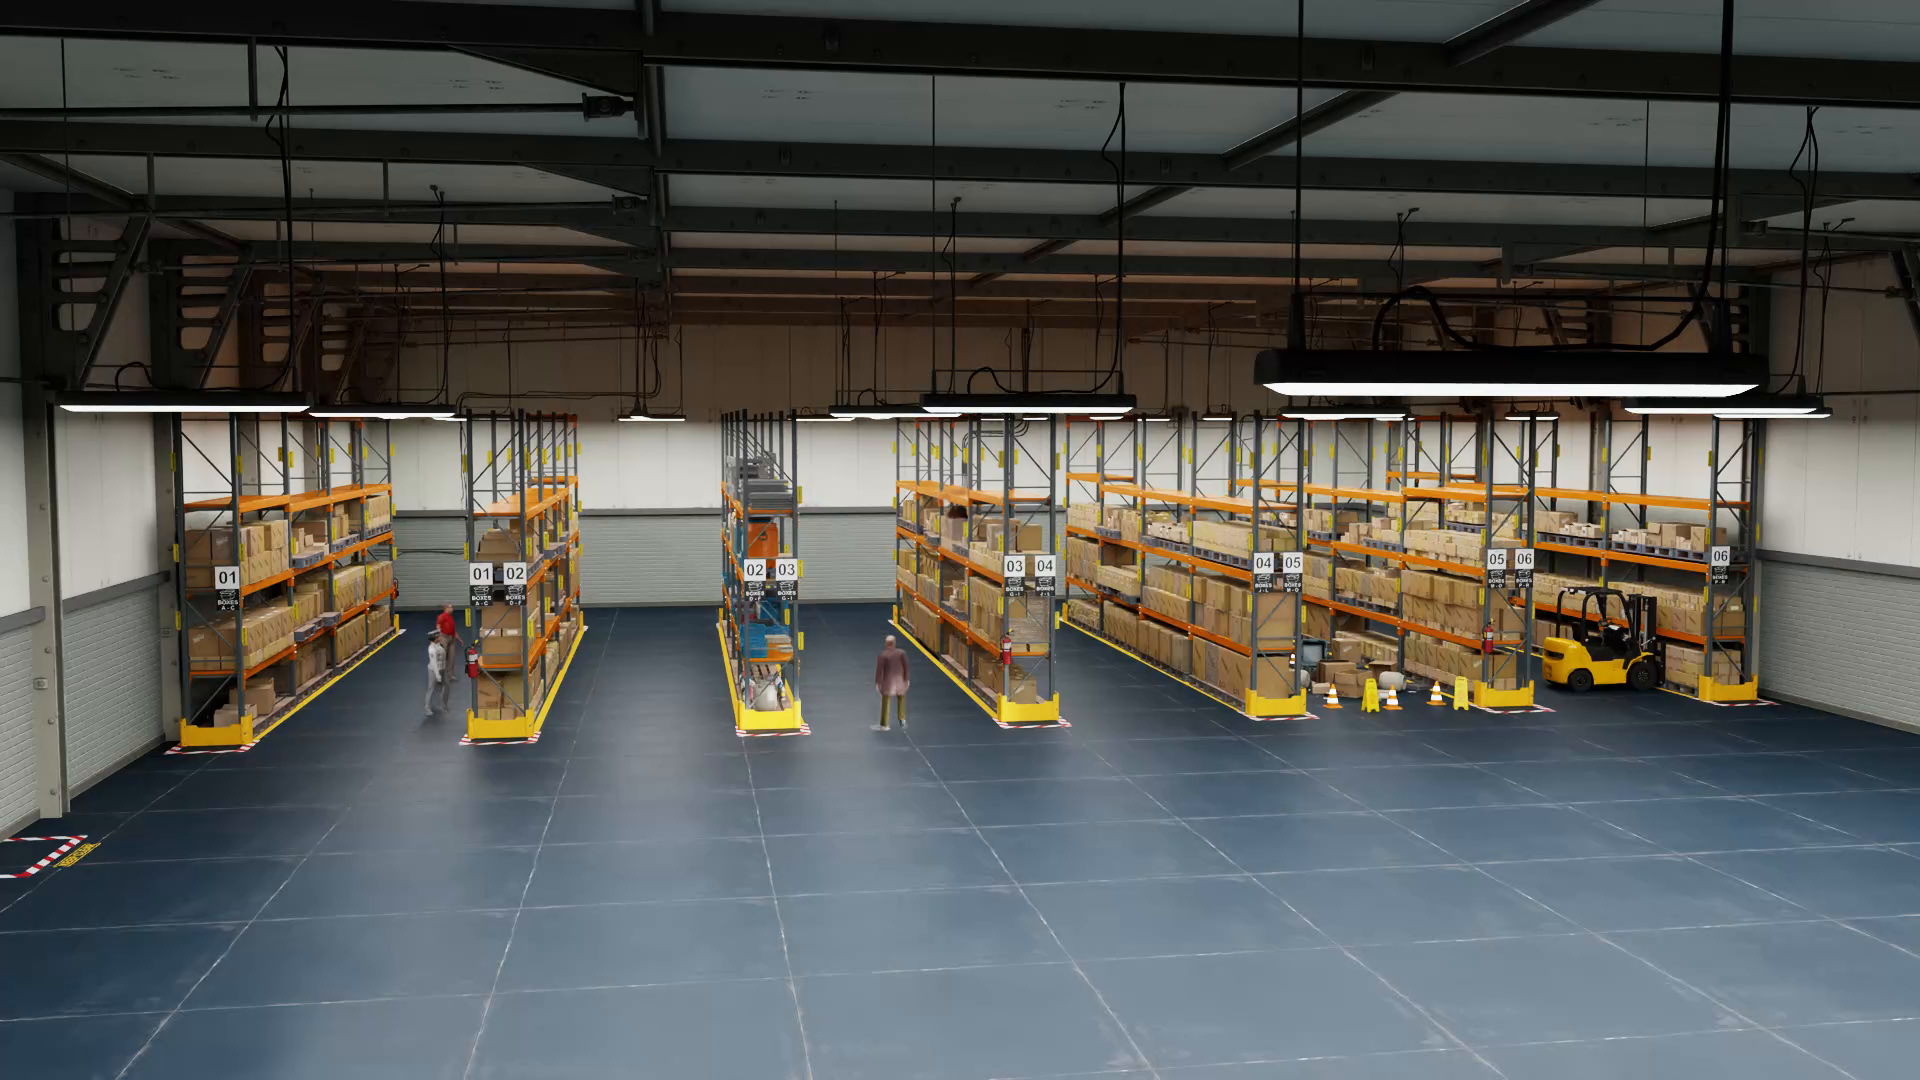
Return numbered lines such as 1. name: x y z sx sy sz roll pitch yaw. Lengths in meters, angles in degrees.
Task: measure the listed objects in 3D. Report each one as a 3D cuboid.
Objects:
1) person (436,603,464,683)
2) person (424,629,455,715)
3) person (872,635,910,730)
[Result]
1. person: -11.447 2.287 37.051 0.456 1.728 0.714 2 4 27
2. person: -10.315 2.611 32.821 0.424 1.715 0.609 1 4 14
3. person: -1.255 2.661 31.004 0.690 1.781 0.509 -1 4 -20
